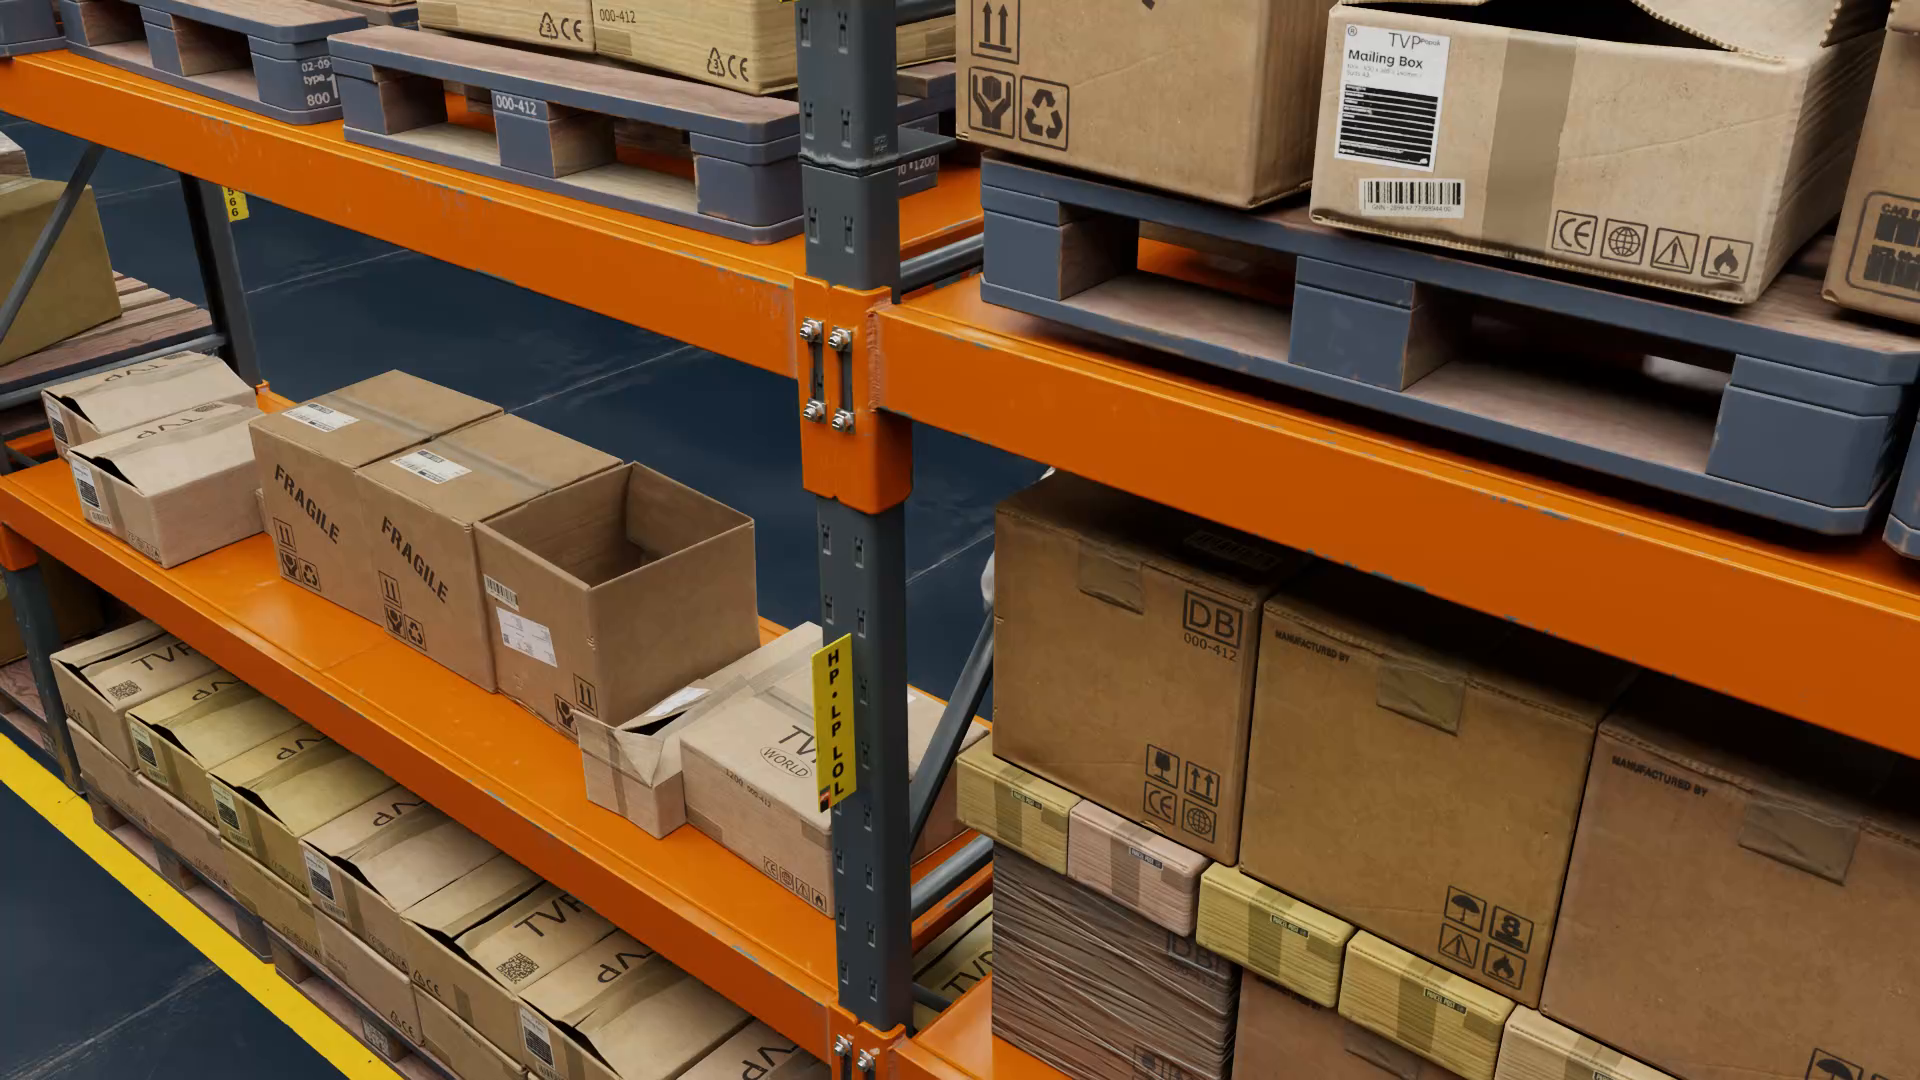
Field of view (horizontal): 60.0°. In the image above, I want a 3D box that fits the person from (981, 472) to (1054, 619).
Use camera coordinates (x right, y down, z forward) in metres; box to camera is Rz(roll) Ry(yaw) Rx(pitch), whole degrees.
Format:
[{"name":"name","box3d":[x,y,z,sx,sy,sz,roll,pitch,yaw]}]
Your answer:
[{"name":"person","box3d":[0.419,0.241,5.869,0.650,1.480,0.528,21,34,35]}]
